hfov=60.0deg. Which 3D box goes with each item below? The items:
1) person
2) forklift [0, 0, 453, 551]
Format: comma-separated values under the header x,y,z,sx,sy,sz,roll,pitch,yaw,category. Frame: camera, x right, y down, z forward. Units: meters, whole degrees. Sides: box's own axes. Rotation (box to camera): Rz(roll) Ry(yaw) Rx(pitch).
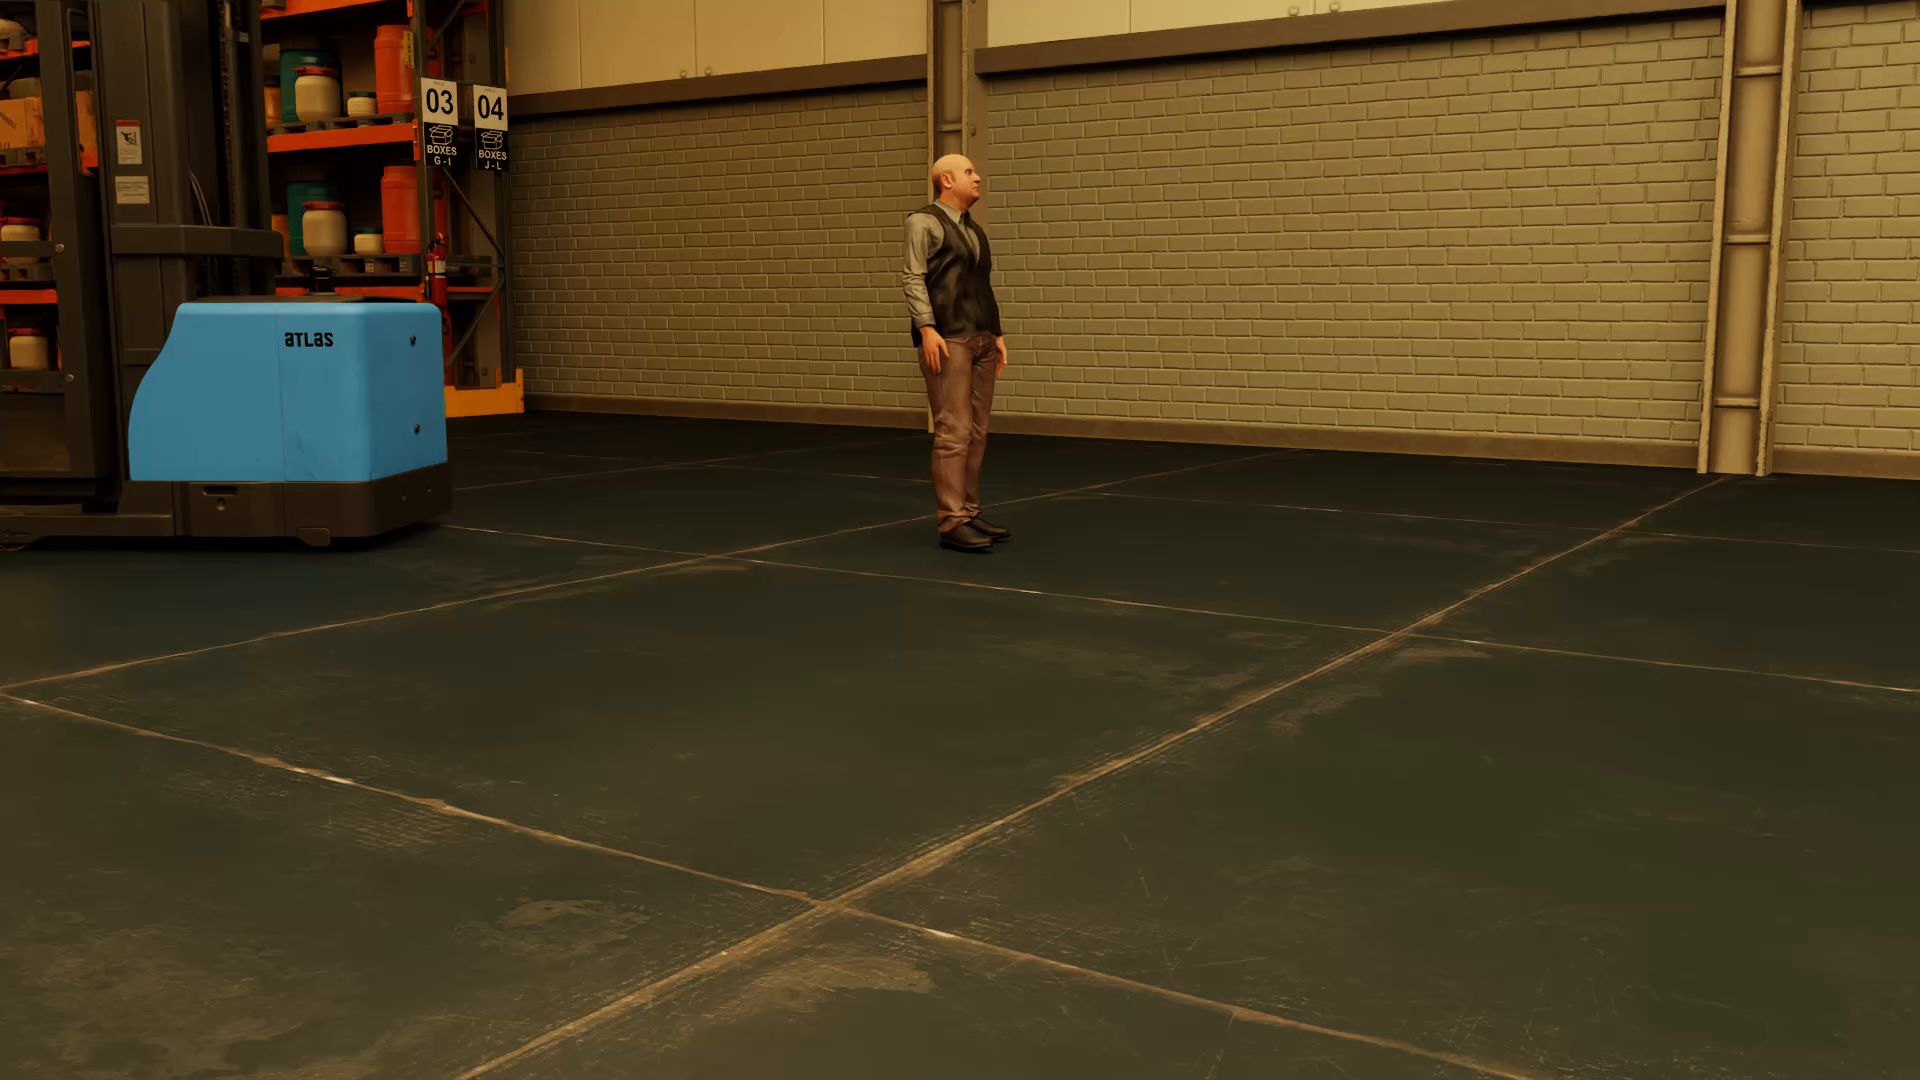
x,y,z,sx,sy,sz,roll,pitch,yaw,category
0.048,-0.854,7.441,0.566,1.722,0.634,5,10,34,person
-4.013,-1.477,7.577,3.031,2.935,1.130,1,8,4,forklift
